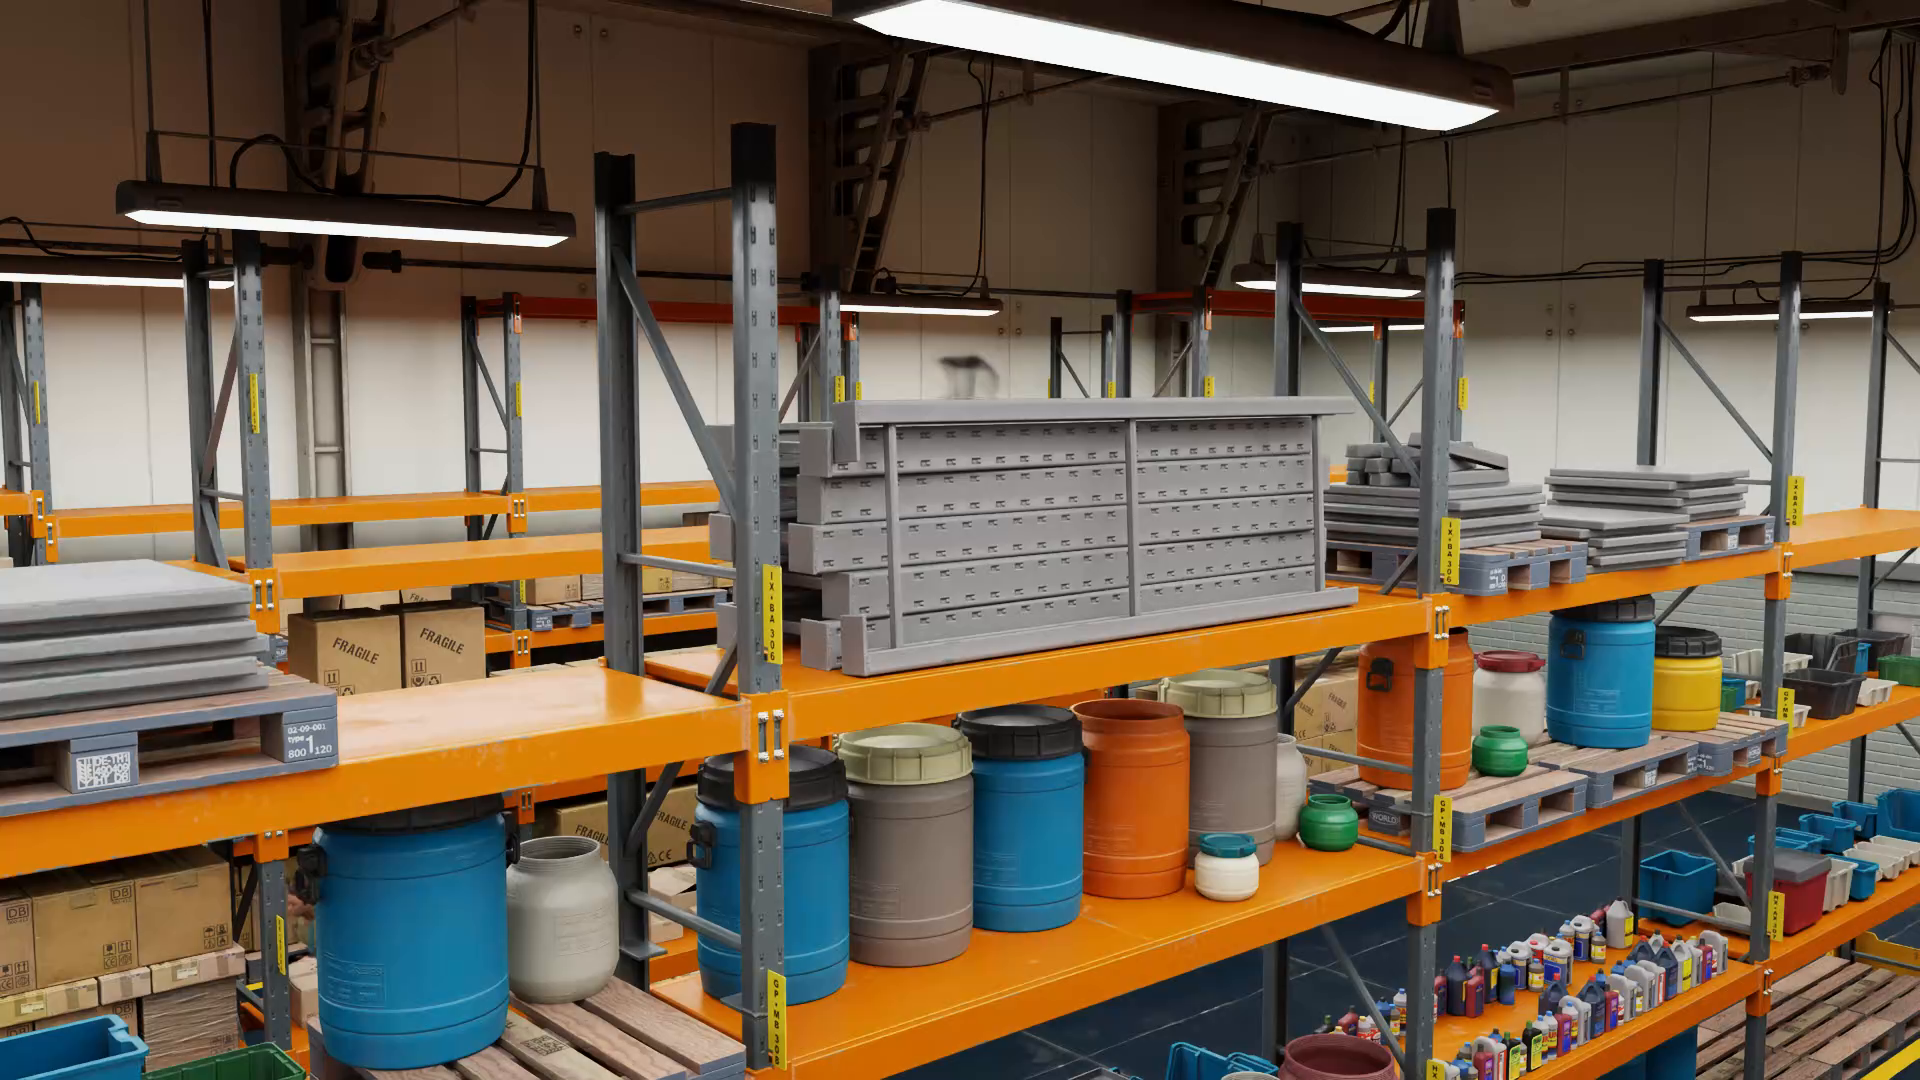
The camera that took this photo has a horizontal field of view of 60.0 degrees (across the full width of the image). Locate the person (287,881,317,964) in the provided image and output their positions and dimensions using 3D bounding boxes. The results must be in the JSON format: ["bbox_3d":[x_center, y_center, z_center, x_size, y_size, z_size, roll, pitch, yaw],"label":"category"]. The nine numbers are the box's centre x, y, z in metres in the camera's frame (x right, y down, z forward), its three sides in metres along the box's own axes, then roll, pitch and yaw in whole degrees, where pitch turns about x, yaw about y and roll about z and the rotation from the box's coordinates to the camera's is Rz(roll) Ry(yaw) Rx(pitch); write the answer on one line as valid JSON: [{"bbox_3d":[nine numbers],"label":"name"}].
[{"bbox_3d":[-4.780,3.238,12.524,0.606,1.503,0.807,3,6,26],"label":"person"}]
